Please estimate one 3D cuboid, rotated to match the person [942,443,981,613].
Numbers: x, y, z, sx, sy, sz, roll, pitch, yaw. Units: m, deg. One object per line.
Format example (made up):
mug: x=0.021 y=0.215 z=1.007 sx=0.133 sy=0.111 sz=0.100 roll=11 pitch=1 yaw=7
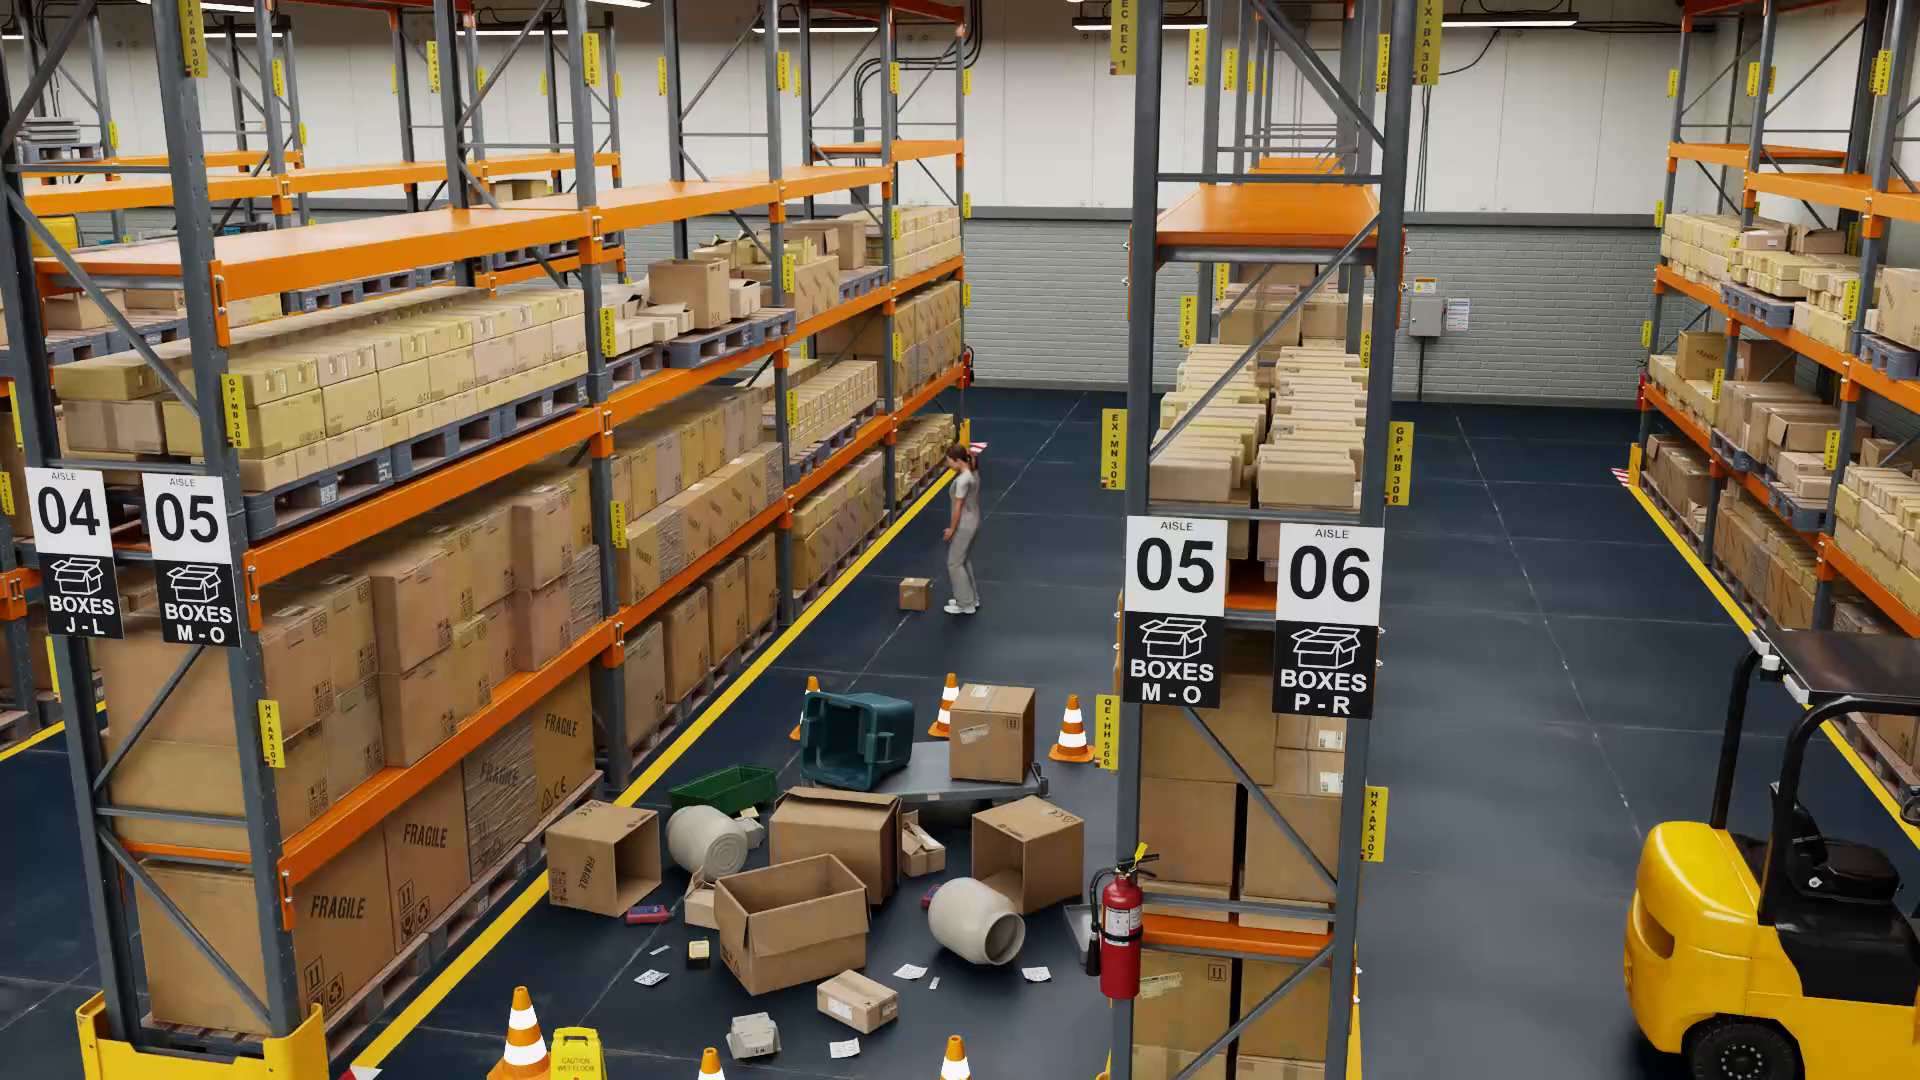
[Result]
person: x=0.026 y=-0.114 z=16.003 sx=0.352 sy=1.658 sz=0.451 roll=3 pitch=15 yaw=12
